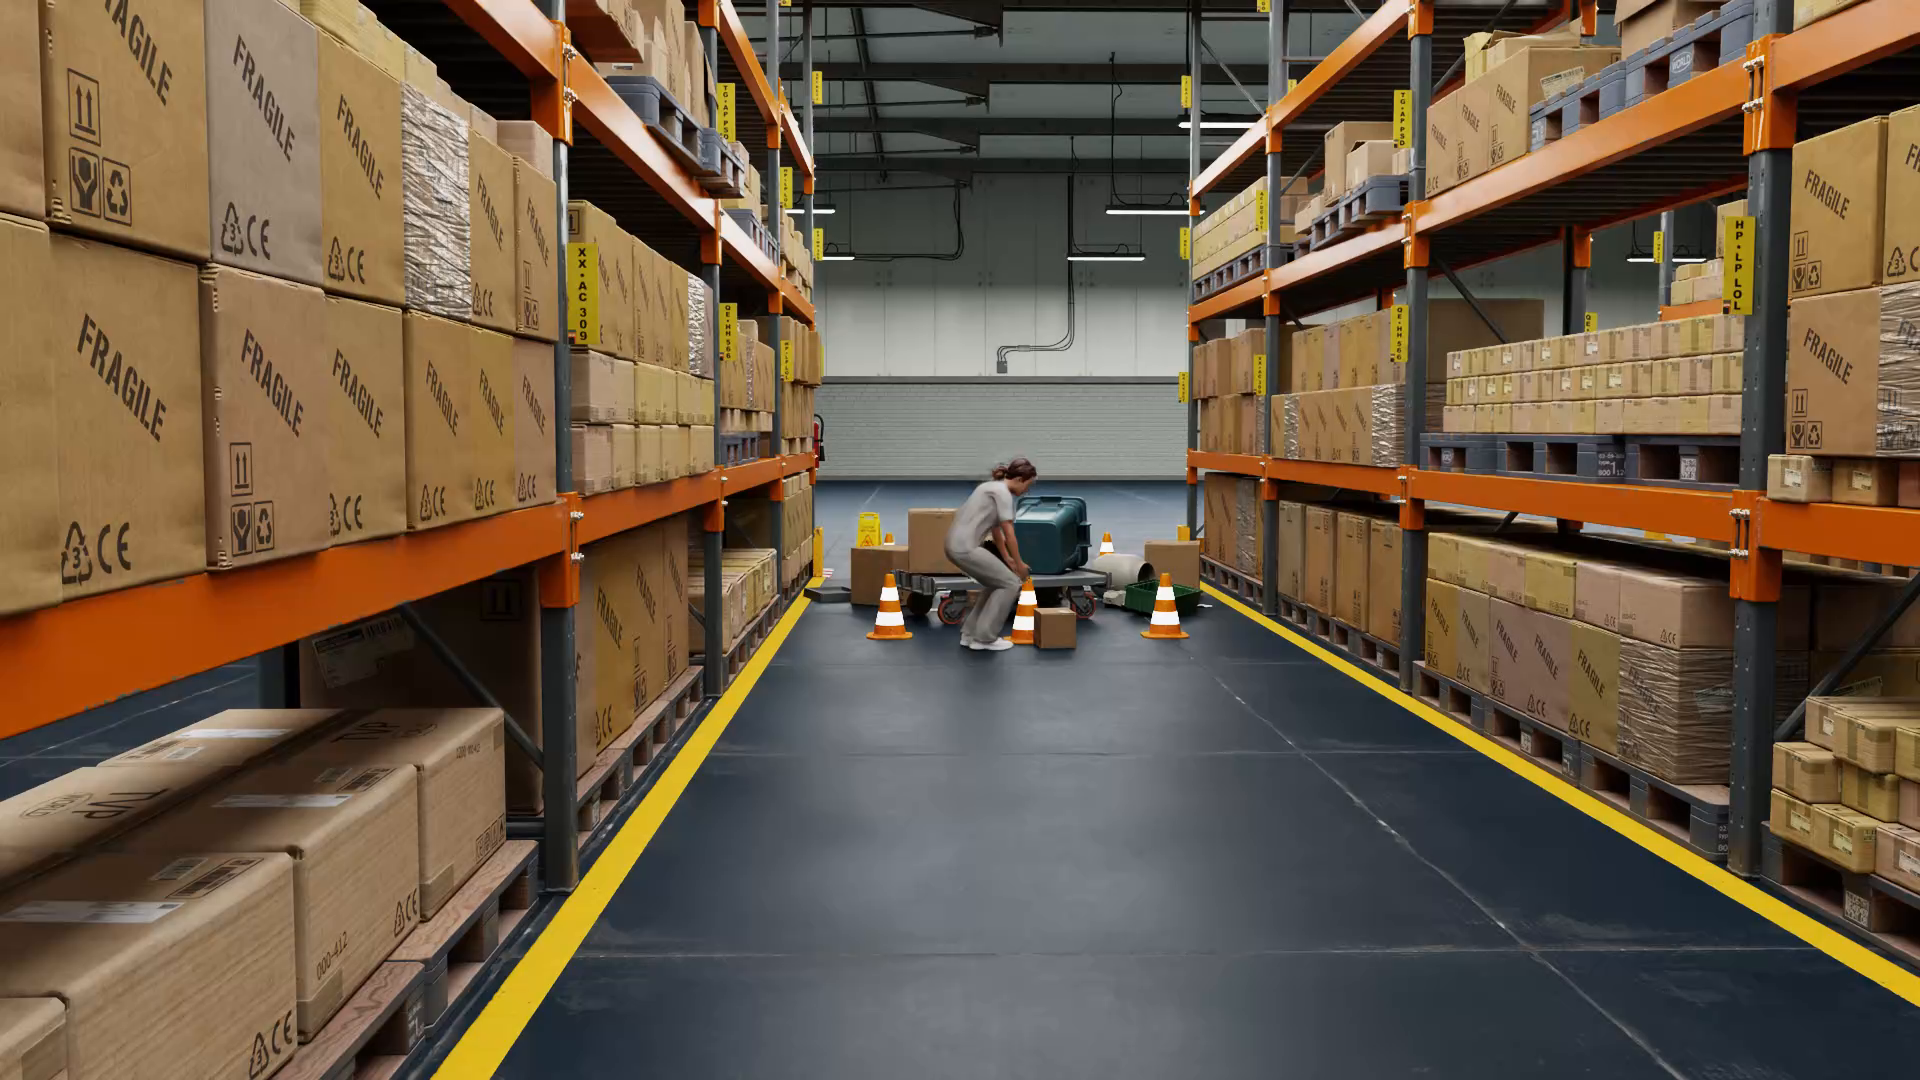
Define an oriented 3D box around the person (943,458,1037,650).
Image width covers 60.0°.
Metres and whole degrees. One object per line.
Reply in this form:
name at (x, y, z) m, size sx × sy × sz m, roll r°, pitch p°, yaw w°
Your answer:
person at (0.210, 0.092, 11.684) m, size 0.667 × 1.333 × 0.491 m, roll -1°, pitch 4°, yaw -10°
